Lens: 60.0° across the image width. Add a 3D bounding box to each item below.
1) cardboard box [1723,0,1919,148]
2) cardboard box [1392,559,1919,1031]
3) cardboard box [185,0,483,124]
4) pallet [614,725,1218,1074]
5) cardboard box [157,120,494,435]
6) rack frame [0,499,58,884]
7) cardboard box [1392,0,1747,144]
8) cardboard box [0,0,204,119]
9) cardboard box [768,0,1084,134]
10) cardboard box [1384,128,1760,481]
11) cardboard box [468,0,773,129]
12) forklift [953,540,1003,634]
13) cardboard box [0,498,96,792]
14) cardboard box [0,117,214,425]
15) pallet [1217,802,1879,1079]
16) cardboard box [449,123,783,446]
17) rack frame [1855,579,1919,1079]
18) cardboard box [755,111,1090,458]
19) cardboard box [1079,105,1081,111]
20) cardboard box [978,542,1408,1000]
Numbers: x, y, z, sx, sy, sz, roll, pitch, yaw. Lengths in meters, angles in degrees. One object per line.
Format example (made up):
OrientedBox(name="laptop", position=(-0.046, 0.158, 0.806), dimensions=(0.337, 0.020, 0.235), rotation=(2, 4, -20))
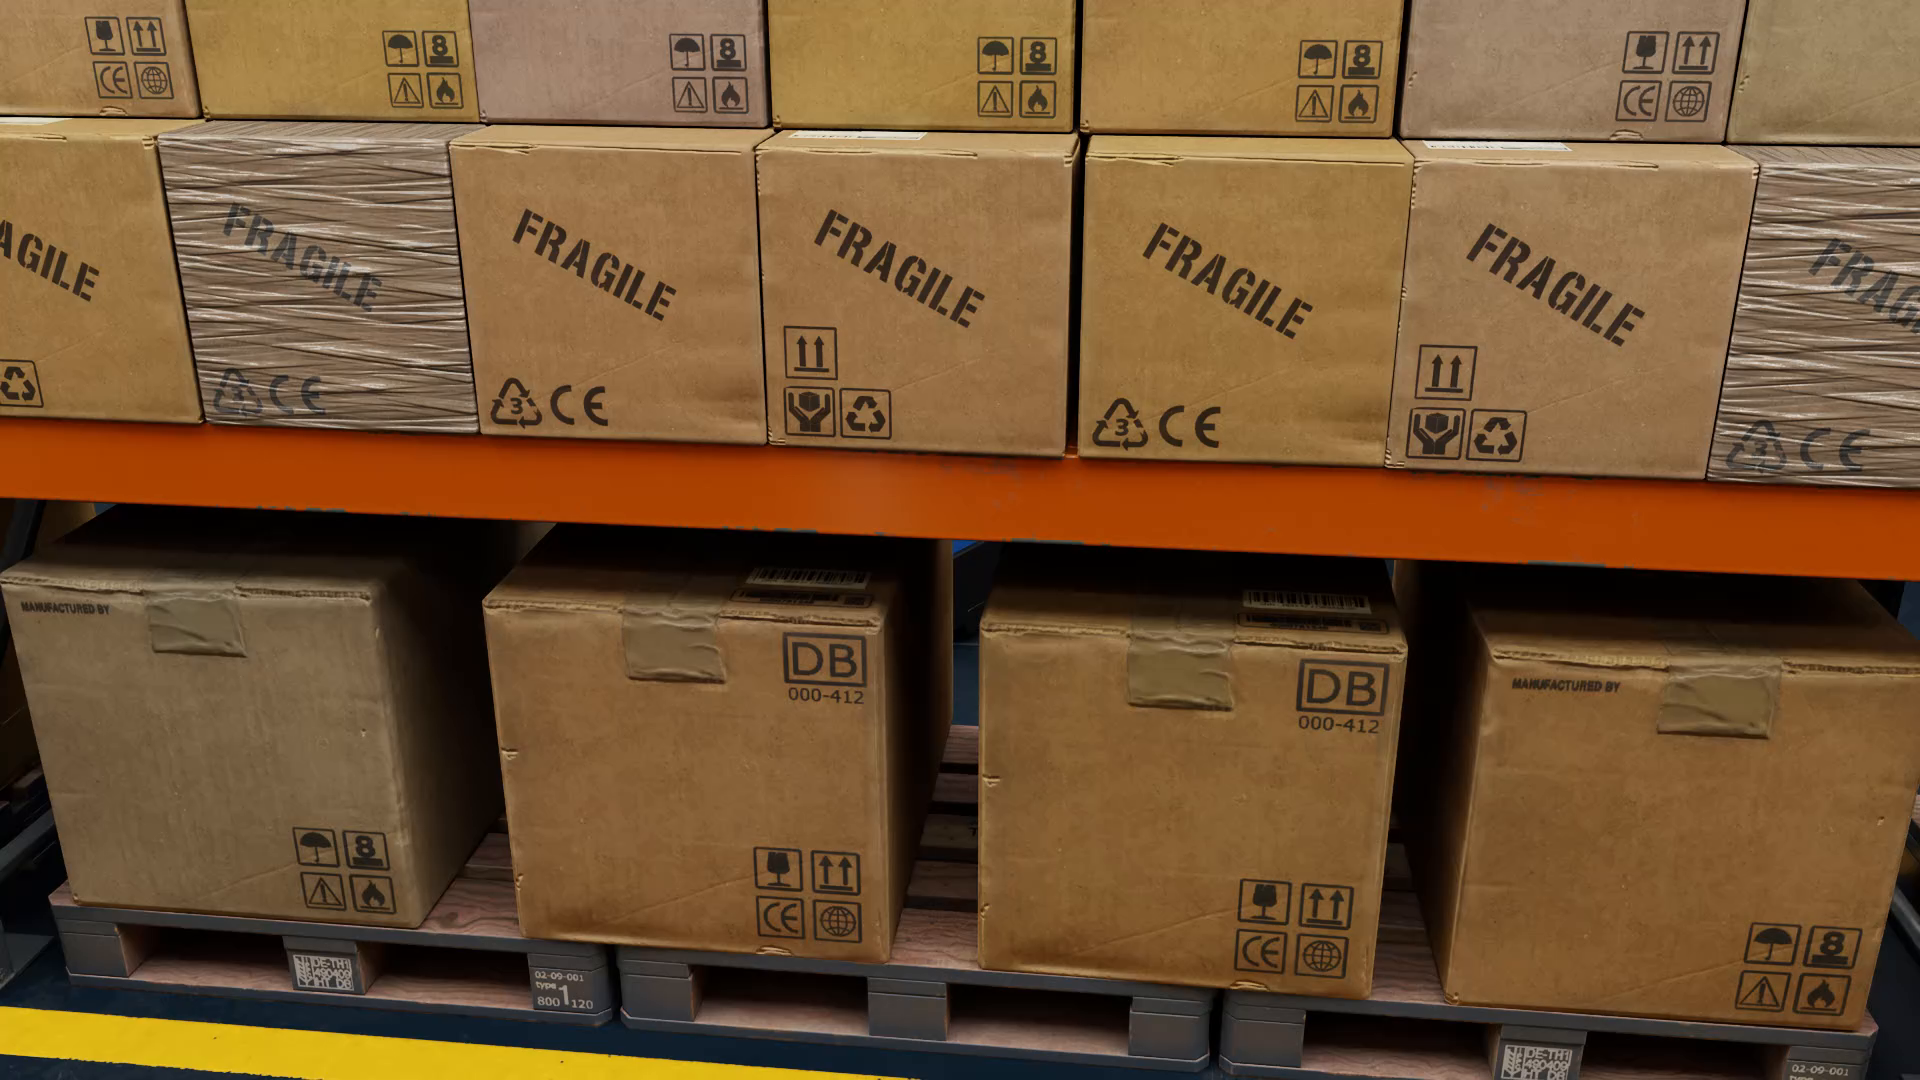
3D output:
OrientedBox(name="cardboard box", position=(1.493, -0.970, 2.817), dimensions=(0.500, 0.500, 0.700), rotation=(2, 22, 6))
OrientedBox(name="cardboard box", position=(-0.886, -0.771, 5.633), dimensions=(5.693, 1.239, 5.455), rotation=(2, 22, 6))
OrientedBox(name="cardboard box", position=(-1.030, -1.079, 3.093), dimensions=(0.500, 0.500, 0.700), rotation=(2, 22, 5))
OrientedBox(name="pallet", position=(-0.045, 0.746, 3.765), dimensions=(1.213, 0.211, 1.003), rotation=(2, 22, 6))
OrientedBox(name="cardboard box", position=(-1.043, -0.512, 3.019), dimensions=(0.500, 0.500, 0.500), rotation=(3, 22, 7))
OrientedBox(name="rack frame", position=(-2.035, -0.609, 3.401), dimensions=(0.053, 2.616, 0.949), rotation=(2, 22, 6))
OrientedBox(name="cardboard box", position=(0.990, -0.991, 2.871), dimensions=(0.500, 0.500, 0.700), rotation=(2, 22, 6))
OrientedBox(name="cardboard box", position=(-1.541, -1.100, 3.147), dimensions=(0.500, 0.500, 0.700), rotation=(2, 22, 5))
OrientedBox(name="cardboard box", position=(-0.027, -1.034, 2.981), dimensions=(0.500, 0.500, 0.700), rotation=(2, 22, 6))
OrientedBox(name="cardboard box", position=(0.963, -0.425, 2.799), dimensions=(0.500, 0.500, 0.500), rotation=(2, 22, 6))
OrientedBox(name="cardboard box", position=(-0.528, -1.057, 3.037), dimensions=(0.500, 0.500, 0.700), rotation=(3, 22, 7))
OrientedBox(name="forklift", position=(2.070, -2.567, 8.445), dimensions=(1.550, 2.935, 9.518), rotation=(15, 26, 33))
OrientedBox(name="cardboard box", position=(-2.651, 0.132, 3.845), dimensions=(0.875, 0.875, 0.875), rotation=(3, 22, 7))
OrientedBox(name="cardboard box", position=(-1.544, -0.534, 3.074), dimensions=(0.500, 0.500, 0.500), rotation=(3, 22, 7))
OrientedBox(name="pallet", position=(1.163, 0.800, 3.629), dimensions=(1.213, 0.211, 1.003), rotation=(2, 22, 6))
OrientedBox(name="cardboard box", position=(-0.547, -0.489, 2.962), dimensions=(0.500, 0.500, 0.500), rotation=(2, 22, 6))
OrientedBox(name="rack frame", position=(1.937, -0.435, 2.961), dimensions=(0.127, 3.000, 1.000), rotation=(2, 22, 6))
OrientedBox(name="cardboard box", position=(-0.043, -0.467, 2.906), dimensions=(0.500, 0.500, 0.500), rotation=(3, 22, 7))
OrientedBox(name="cardboard box", position=(0.023, -0.665, 3.406), dimensions=(0.500, 0.500, 0.500), rotation=(2, 22, 6))
OrientedBox(name="cardboard box", position=(0.475, 0.320, 3.539), dimensions=(0.750, 0.750, 1.050), rotation=(3, 22, 7))
